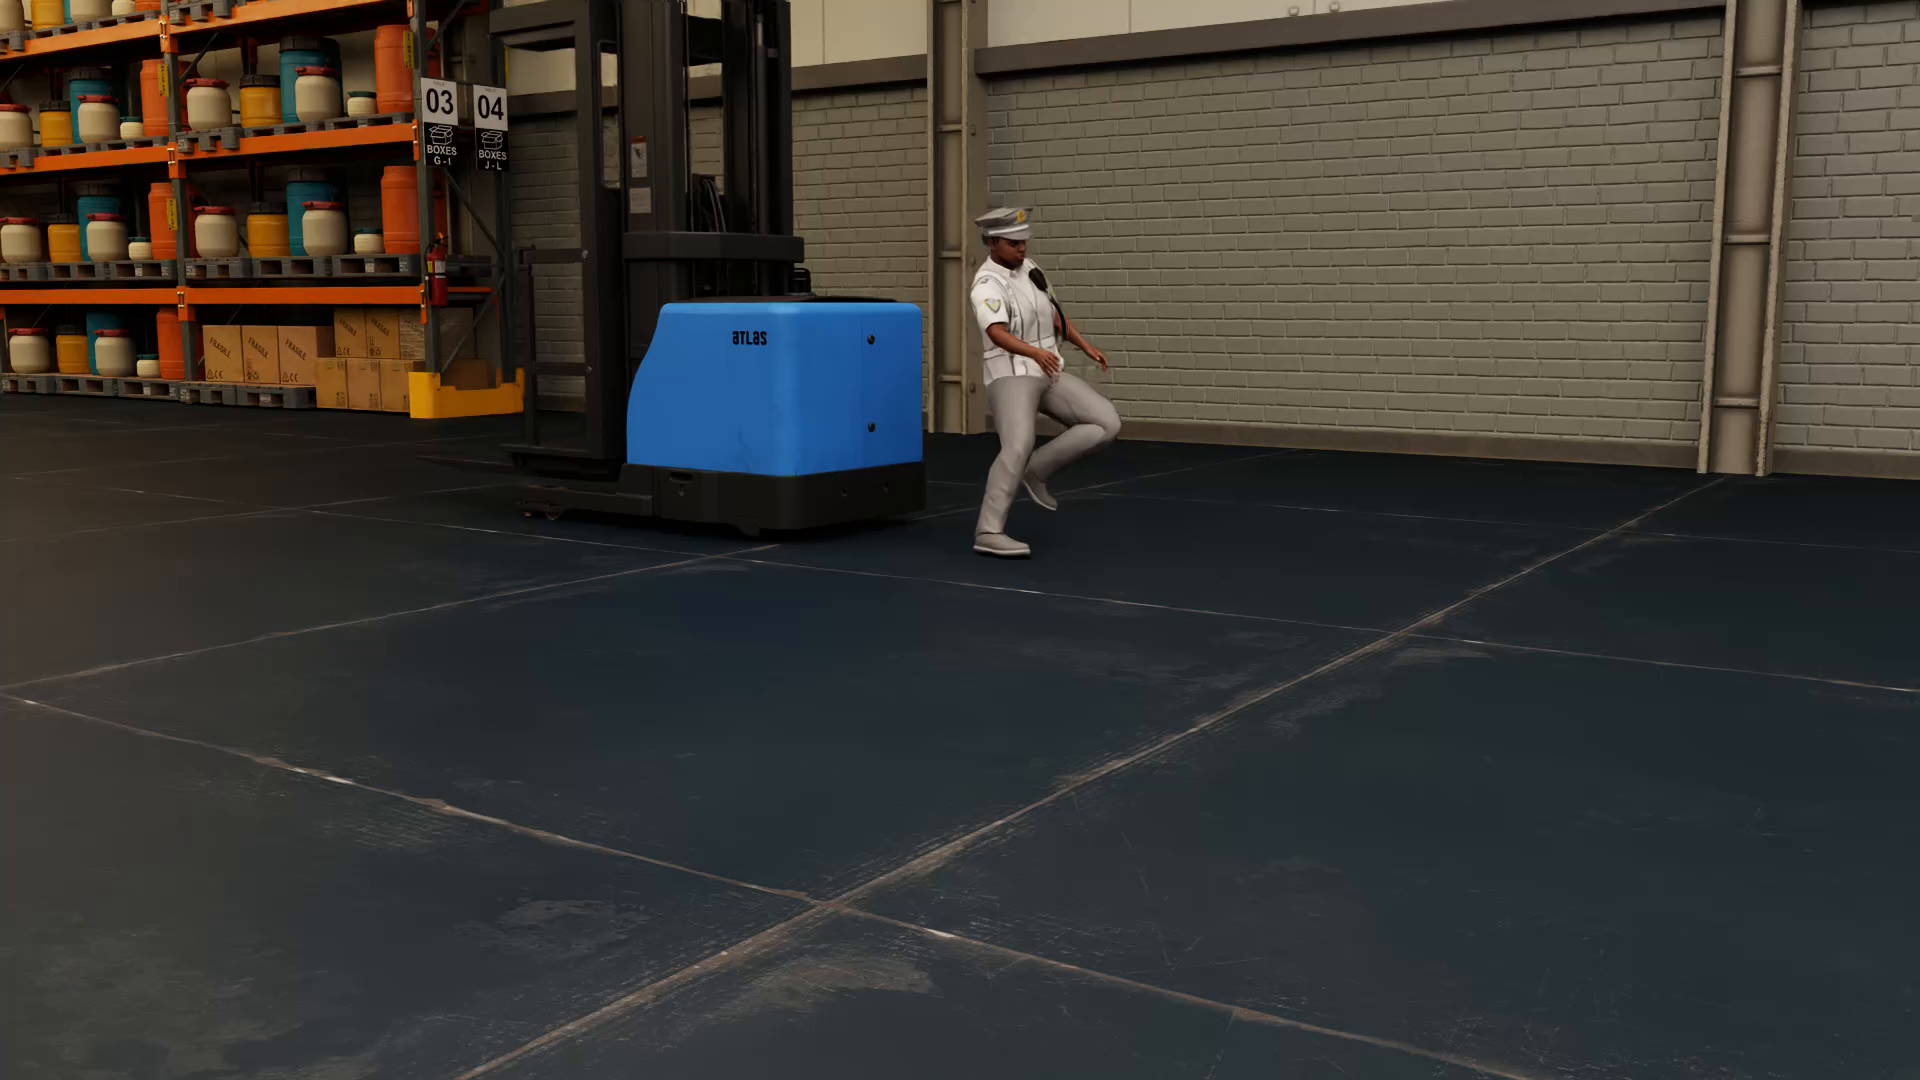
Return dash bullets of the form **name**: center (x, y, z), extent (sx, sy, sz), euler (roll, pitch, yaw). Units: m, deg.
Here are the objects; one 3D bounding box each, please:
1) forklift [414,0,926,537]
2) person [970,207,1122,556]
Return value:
- **forklift**: center (-1.648, -1.605, 8.483), extent (3.031, 2.935, 1.130), euler (6, 10, 37)
- **person**: center (0.348, -0.711, 7.303), extent (0.756, 1.483, 0.723), euler (-8, 11, -43)
